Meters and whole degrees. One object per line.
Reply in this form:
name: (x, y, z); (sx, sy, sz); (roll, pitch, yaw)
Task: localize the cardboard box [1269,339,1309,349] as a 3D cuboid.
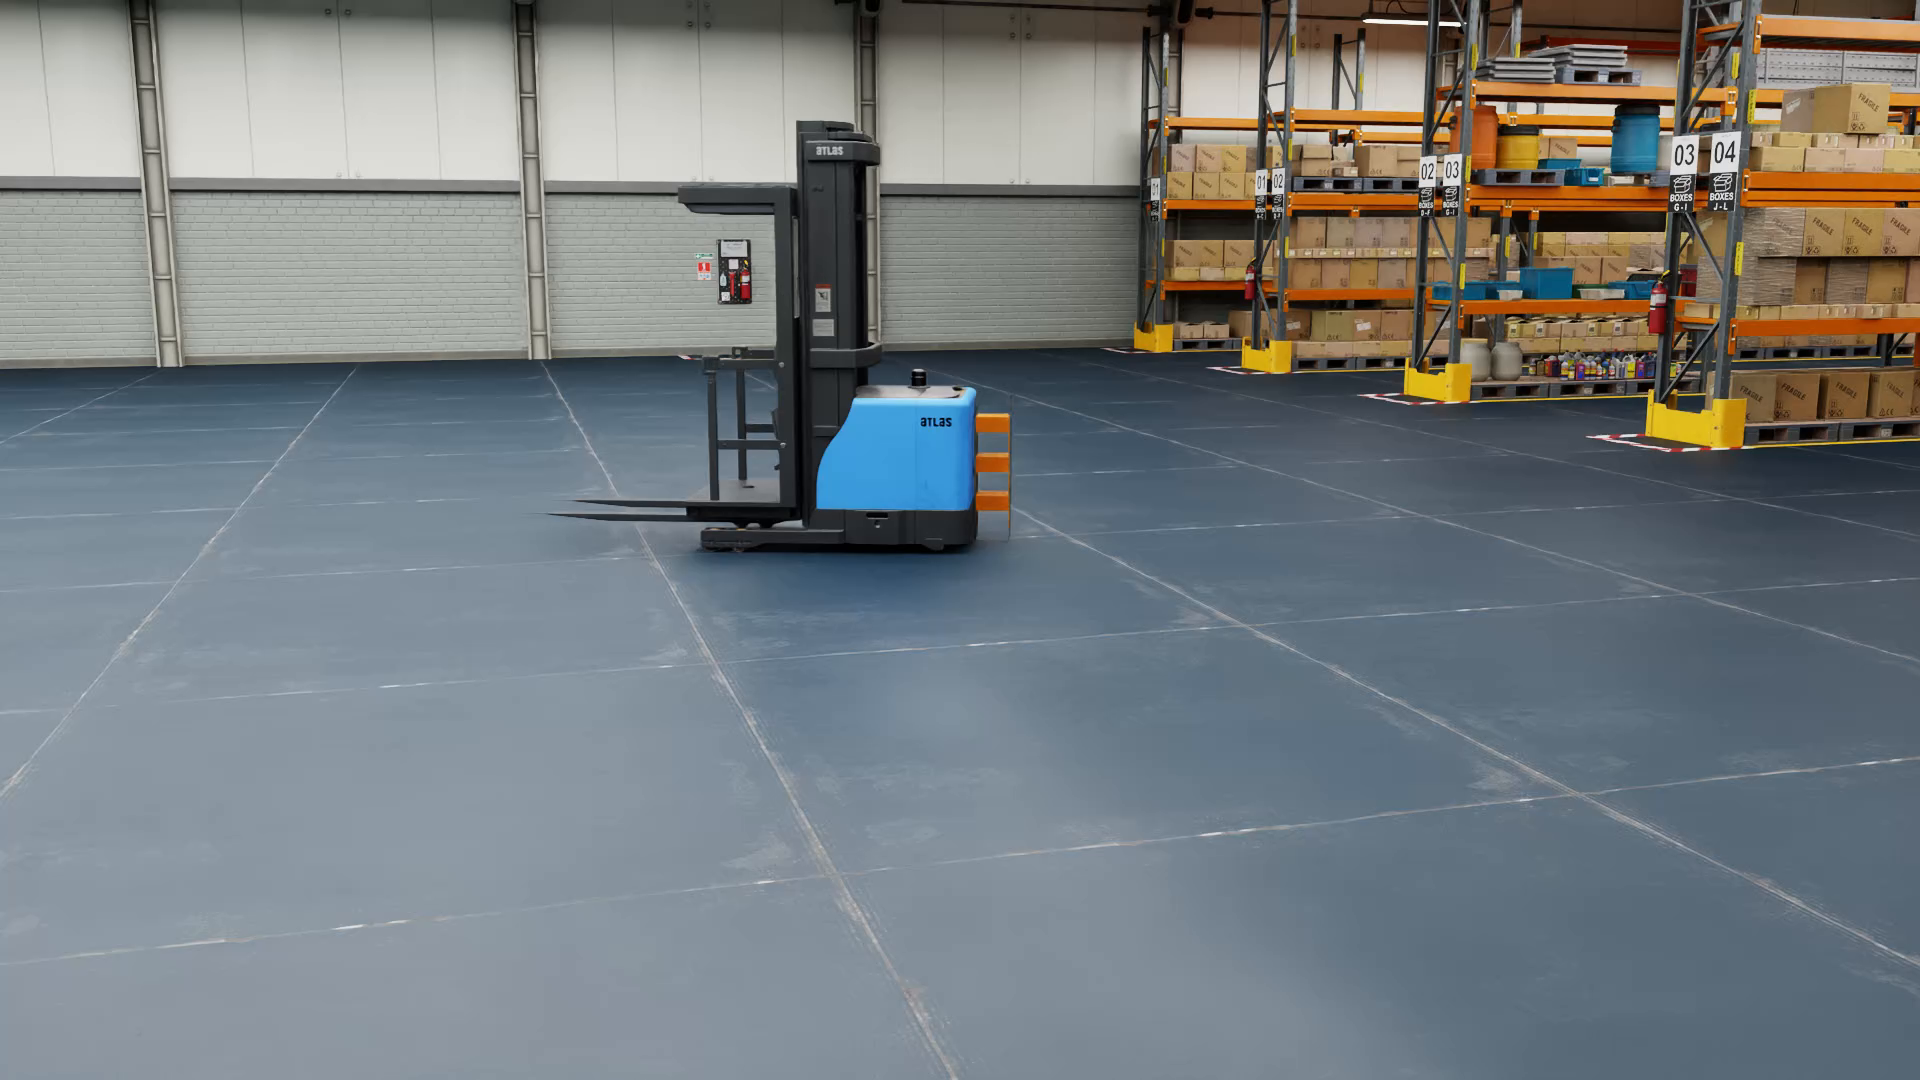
cardboard box: (5.446, -3.189, 27.518); (0.500, 0.250, 0.500); (-3, 11, -16)

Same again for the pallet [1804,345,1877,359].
pallet: (15.765, -3.444, 30.173); (1.213, 0.211, 1.003); (-3, 11, -16)

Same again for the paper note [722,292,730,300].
paper note: (-4.278, -4.451, 30.370); (0.142, 0.148, 0.016); (-3, 11, -16)

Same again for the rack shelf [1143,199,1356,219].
rack shelf: (5.546, -6.340, 31.901); (4.000, 0.370, 1.077); (-3, 11, -16)

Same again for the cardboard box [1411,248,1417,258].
cardboard box: (7.433, -4.712, 27.288); (0.250, 0.149, 0.380); (-3, 11, -14)

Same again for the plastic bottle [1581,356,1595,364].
plastic bottle: (8.820, -2.450, 23.377); (0.135, 0.276, 0.152); (-3, 11, -16)

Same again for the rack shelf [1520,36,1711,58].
rack shelf: (13.227, -9.854, 33.527); (4.000, 0.370, 1.077); (-3, 11, -16)

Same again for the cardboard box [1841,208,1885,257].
cardboard box: (9.345, -3.251, 17.562); (0.500, 0.500, 0.500); (-3, 11, -16)

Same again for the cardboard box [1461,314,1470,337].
cardboard box: (8.321, -3.713, 28.292); (0.500, 0.500, 0.500); (-3, 11, -16)

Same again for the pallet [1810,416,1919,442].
pallet: (9.811, -1.262, 18.321); (1.213, 0.211, 1.003); (-3, 11, -16)

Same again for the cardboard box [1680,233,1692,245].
cardboard box: (14.770, -6.230, 34.380); (0.500, 0.250, 0.500); (-3, 11, -15)

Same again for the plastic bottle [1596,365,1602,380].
plastic bottle: (8.743, -2.300, 22.769); (0.097, 0.201, 0.097); (0, 10, 0)

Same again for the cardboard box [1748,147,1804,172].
cardboard box: (8.314, -3.915, 17.156); (0.500, 0.250, 0.500); (-3, 11, -14)

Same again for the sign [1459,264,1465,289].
sign: (6.544, -3.435, 21.657); (0.005, 0.325, 0.100); (-3, 11, -16)

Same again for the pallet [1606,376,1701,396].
pallet: (9.579, -2.199, 23.409); (1.213, 0.211, 1.003); (-3, 11, -16)

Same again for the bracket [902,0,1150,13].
bracket: (1.266, -9.810, 30.535); (4.783, 0.066, 0.076); (-3, 11, -16)

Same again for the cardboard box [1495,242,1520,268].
cardboard box: (10.858, -5.762, 33.569); (0.500, 0.500, 0.700); (-4, 11, -23)

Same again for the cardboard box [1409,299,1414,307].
cardboard box: (9.088, -4.765, 33.265); (0.500, 0.250, 0.500); (-3, 11, -18)

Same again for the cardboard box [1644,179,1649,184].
cardboard box: (11.777, -6.207, 28.445); (0.500, 0.250, 0.500); (-3, 11, -14)

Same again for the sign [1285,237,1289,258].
sign: (5.163, -4.624, 26.270); (0.005, 0.325, 0.100); (-3, 11, -16)

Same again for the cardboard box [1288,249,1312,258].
cardboard box: (5.450, -4.607, 26.718); (0.250, 0.149, 0.380); (-3, 11, -16)

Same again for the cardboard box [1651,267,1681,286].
cardboard box: (12.333, -4.606, 29.029); (0.500, 0.311, 0.500); (-2, 11, -12)

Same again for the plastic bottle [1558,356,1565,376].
plastic bottle: (8.418, -2.456, 23.410); (0.135, 0.276, 0.152); (-3, 11, -18)

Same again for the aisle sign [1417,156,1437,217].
aisle sign: (6.242, -4.721, 22.228); (0.004, 0.787, 0.394); (-3, 11, -16)

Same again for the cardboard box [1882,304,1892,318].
cardboard box: (9.789, -2.478, 17.916); (0.250, 0.149, 0.380); (-3, 11, -16)

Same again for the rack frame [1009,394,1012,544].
rack frame: (0.360, -0.509, 11.911); (0.008, 1.050, 0.200); (1, 10, 4)

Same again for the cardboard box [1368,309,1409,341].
cardboard box: (7.032, -3.543, 27.371); (0.500, 0.500, 0.500); (-3, 11, -16)

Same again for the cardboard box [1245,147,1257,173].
cardboard box: (5.452, -7.285, 31.956); (0.500, 0.500, 0.500); (-3, 11, -16)

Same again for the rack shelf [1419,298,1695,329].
rack shelf: (8.315, -3.142, 22.817); (4.000, 0.370, 1.077); (-3, 11, -16)

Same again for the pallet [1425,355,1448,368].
pallet: (8.079, -3.054, 28.054); (1.213, 0.211, 1.003); (-3, 11, -16)

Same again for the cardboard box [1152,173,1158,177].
cardboard box: (3.955, -6.716, 31.629); (0.500, 0.500, 0.500); (-2, 11, -12)

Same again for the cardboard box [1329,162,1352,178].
cardboard box: (6.045, -6.037, 27.138); (0.500, 0.250, 0.500); (-3, 11, -16)

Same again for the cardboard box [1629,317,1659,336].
cardboard box: (11.763, -3.694, 28.715); (0.500, 0.311, 0.500); (-3, 11, -17)

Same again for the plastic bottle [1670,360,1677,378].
plastic bottle: (9.865, -2.396, 23.064); (0.133, 0.283, 0.061); (-2, 11, -13)

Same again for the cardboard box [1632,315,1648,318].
cardboard box: (12.110, -3.816, 29.373); (0.500, 0.311, 0.500); (-3, 11, -14)

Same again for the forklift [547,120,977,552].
forklift: (-1.405, -1.450, 11.828); (3.031, 2.935, 1.130); (1, 10, 4)

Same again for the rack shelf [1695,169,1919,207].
rack shelf: (9.699, -3.756, 17.869); (4.000, 0.370, 1.077); (-3, 11, -16)

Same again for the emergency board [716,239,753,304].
emergency board: (-4.089, -4.881, 30.274); (0.643, 1.169, 0.194); (-3, 11, -16)

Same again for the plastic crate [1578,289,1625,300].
plastic crate: (8.747, -3.341, 22.640); (0.437, 0.136, 0.530); (-3, 11, -16)

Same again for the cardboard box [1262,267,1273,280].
cardboard box: (5.654, -5.101, 31.831); (0.500, 0.250, 0.500); (-3, 11, -15)

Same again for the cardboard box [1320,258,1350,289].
cardboard box: (5.968, -4.354, 27.137); (0.500, 0.500, 0.700); (-3, 11, -14)

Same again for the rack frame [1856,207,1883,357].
rack frame: (16.535, -4.863, 30.179); (0.127, 3.000, 1.000); (-3, 11, -16)

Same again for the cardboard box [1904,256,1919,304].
cardboard box: (10.228, -2.858, 18.187); (0.500, 0.500, 0.875); (-3, 11, -16)

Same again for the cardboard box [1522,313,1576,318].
cardboard box: (12.049, -4.686, 33.991); (0.750, 0.750, 0.750); (-3, 11, -17)

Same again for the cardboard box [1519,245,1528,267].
cardboard box: (11.686, -5.797, 34.098); (0.500, 0.500, 0.500); (-3, 11, -16)

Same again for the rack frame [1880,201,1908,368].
rack frame: (14.076, -3.800, 24.402); (0.127, 3.000, 1.000); (-3, 11, -16)

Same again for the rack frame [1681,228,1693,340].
rack frame: (15.147, -5.724, 34.856); (0.127, 3.000, 1.000); (-3, 11, -16)

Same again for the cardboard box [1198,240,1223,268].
cardboard box: (4.645, -5.417, 31.475); (0.500, 0.500, 0.500); (-3, 11, -16)

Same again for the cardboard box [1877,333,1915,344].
cardboard box: (16.999, -3.741, 30.294); (0.500, 0.311, 0.500); (-3, 11, -16)

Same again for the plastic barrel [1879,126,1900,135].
plastic barrel: (13.226, -5.518, 24.064); (0.600, 0.901, 0.600); (0, 10, 0)

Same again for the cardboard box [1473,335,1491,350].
cardboard box: (9.171, -3.384, 28.579); (0.500, 0.250, 0.500); (-3, 11, -16)

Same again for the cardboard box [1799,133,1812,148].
cardboard box: (8.592, -4.136, 17.254); (0.250, 0.149, 0.380); (-3, 11, -17)

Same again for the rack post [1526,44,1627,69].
rack post: (8.246, -6.412, 22.228); (0.954, 0.300, 0.937); (-3, 11, -17)

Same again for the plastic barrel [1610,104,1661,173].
plastic barrel: (9.249, -5.494, 22.775); (0.708, 0.901, 0.600); (-3, 11, -16)

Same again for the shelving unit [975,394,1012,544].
shelving unit: (0.238, -0.511, 11.920); (0.252, 1.050, 0.215); (1, 10, 4)
